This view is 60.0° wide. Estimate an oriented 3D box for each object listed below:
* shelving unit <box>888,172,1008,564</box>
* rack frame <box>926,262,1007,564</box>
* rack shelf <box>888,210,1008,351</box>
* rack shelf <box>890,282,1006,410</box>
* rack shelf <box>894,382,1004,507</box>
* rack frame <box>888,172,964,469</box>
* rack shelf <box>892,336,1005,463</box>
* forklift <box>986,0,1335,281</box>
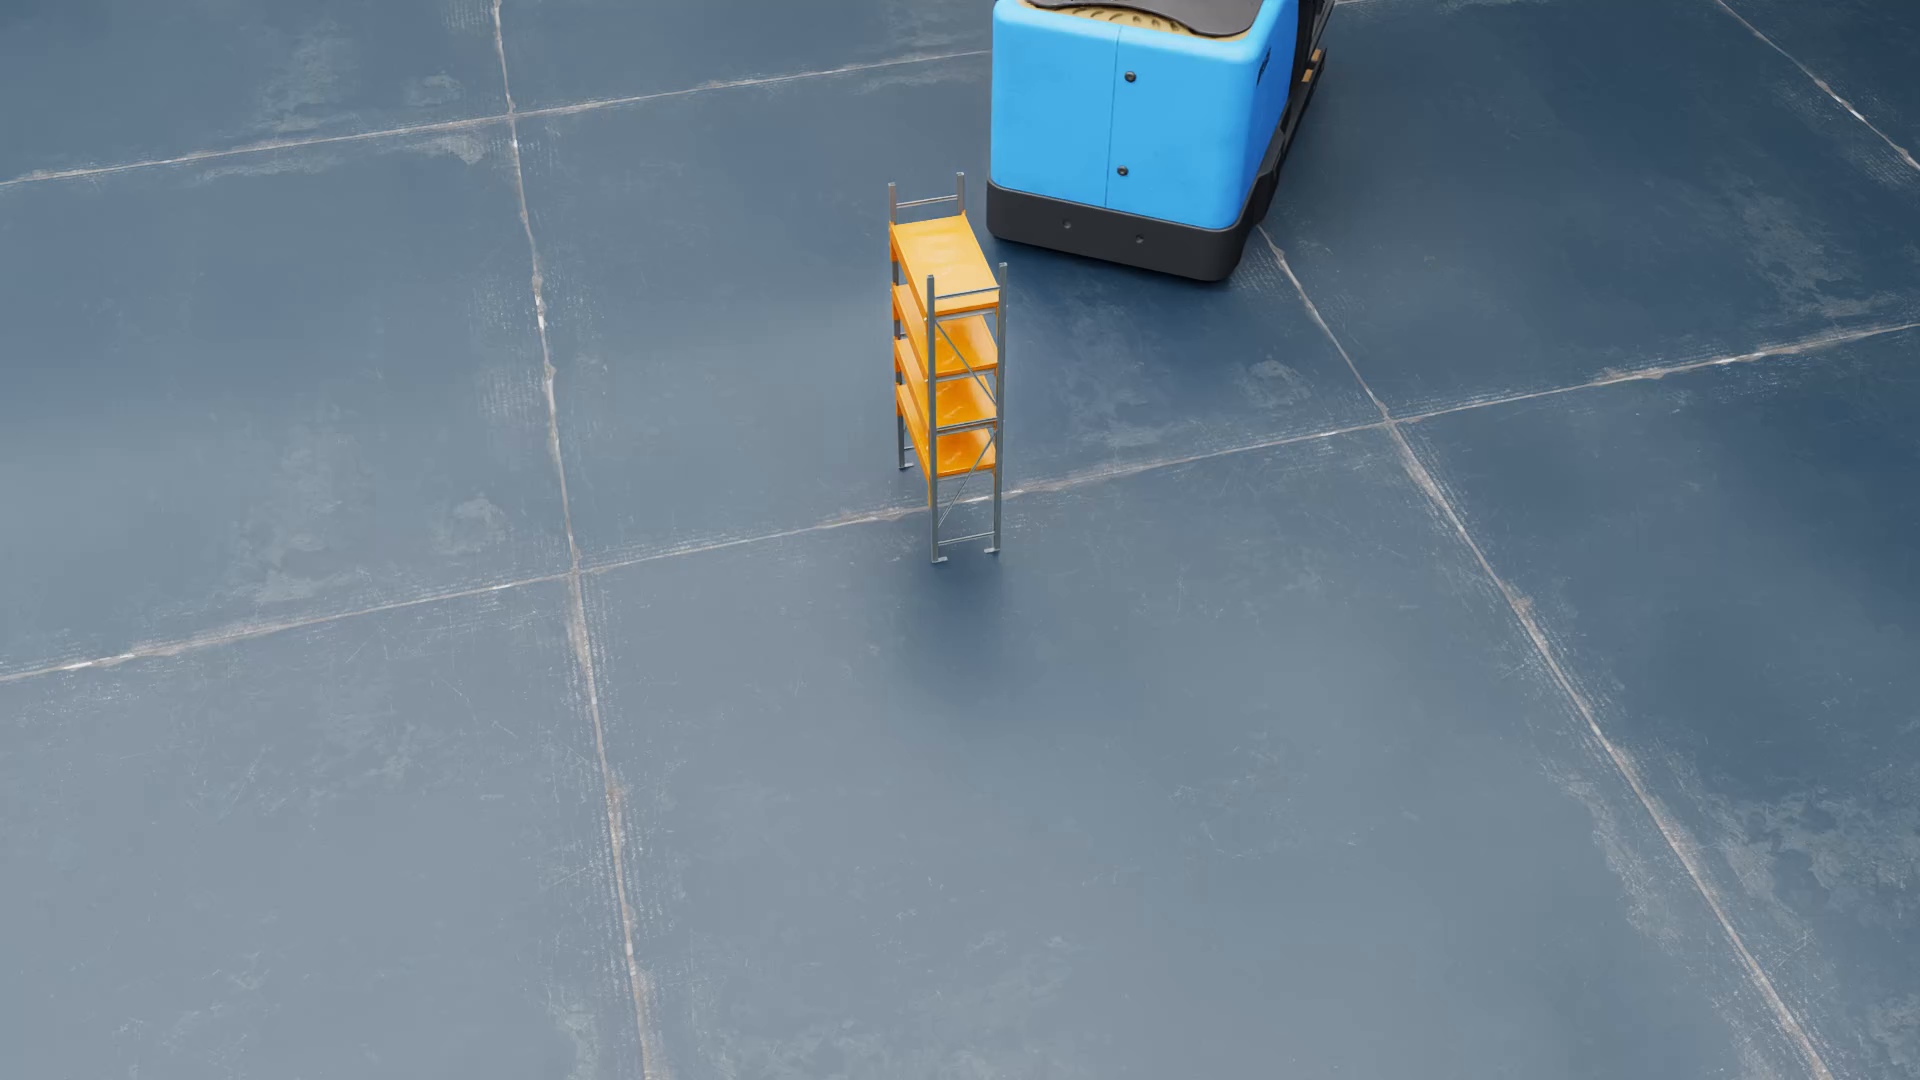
[{"bbox_3d":[-0.042,-0.534,5.433,0.258,1.200,0.503,-11,47,-10],"label":"shelving unit"},{"bbox_3d":[0.020,-0.366,5.268,0.240,1.200,0.015,-11,47,-10],"label":"rack frame"},{"bbox_3d":[-0.042,-0.809,5.153,0.258,0.148,0.480,-11,47,-10],"label":"rack shelf"},{"bbox_3d":[-0.042,-0.644,5.322,0.258,0.148,0.480,-11,47,-10],"label":"rack shelf"},{"bbox_3d":[-0.042,-0.348,5.623,0.258,0.148,0.480,-11,47,-10],"label":"rack shelf"},{"bbox_3d":[-0.105,-0.703,5.599,0.240,1.200,0.015,-11,47,-10],"label":"rack frame"},{"bbox_3d":[-0.042,-0.487,5.482,0.258,0.148,0.480,-11,47,-10],"label":"rack shelf"},{"bbox_3d":[1.085,-3.136,6.771,1.130,2.935,3.031,14,47,14],"label":"forklift"}]
